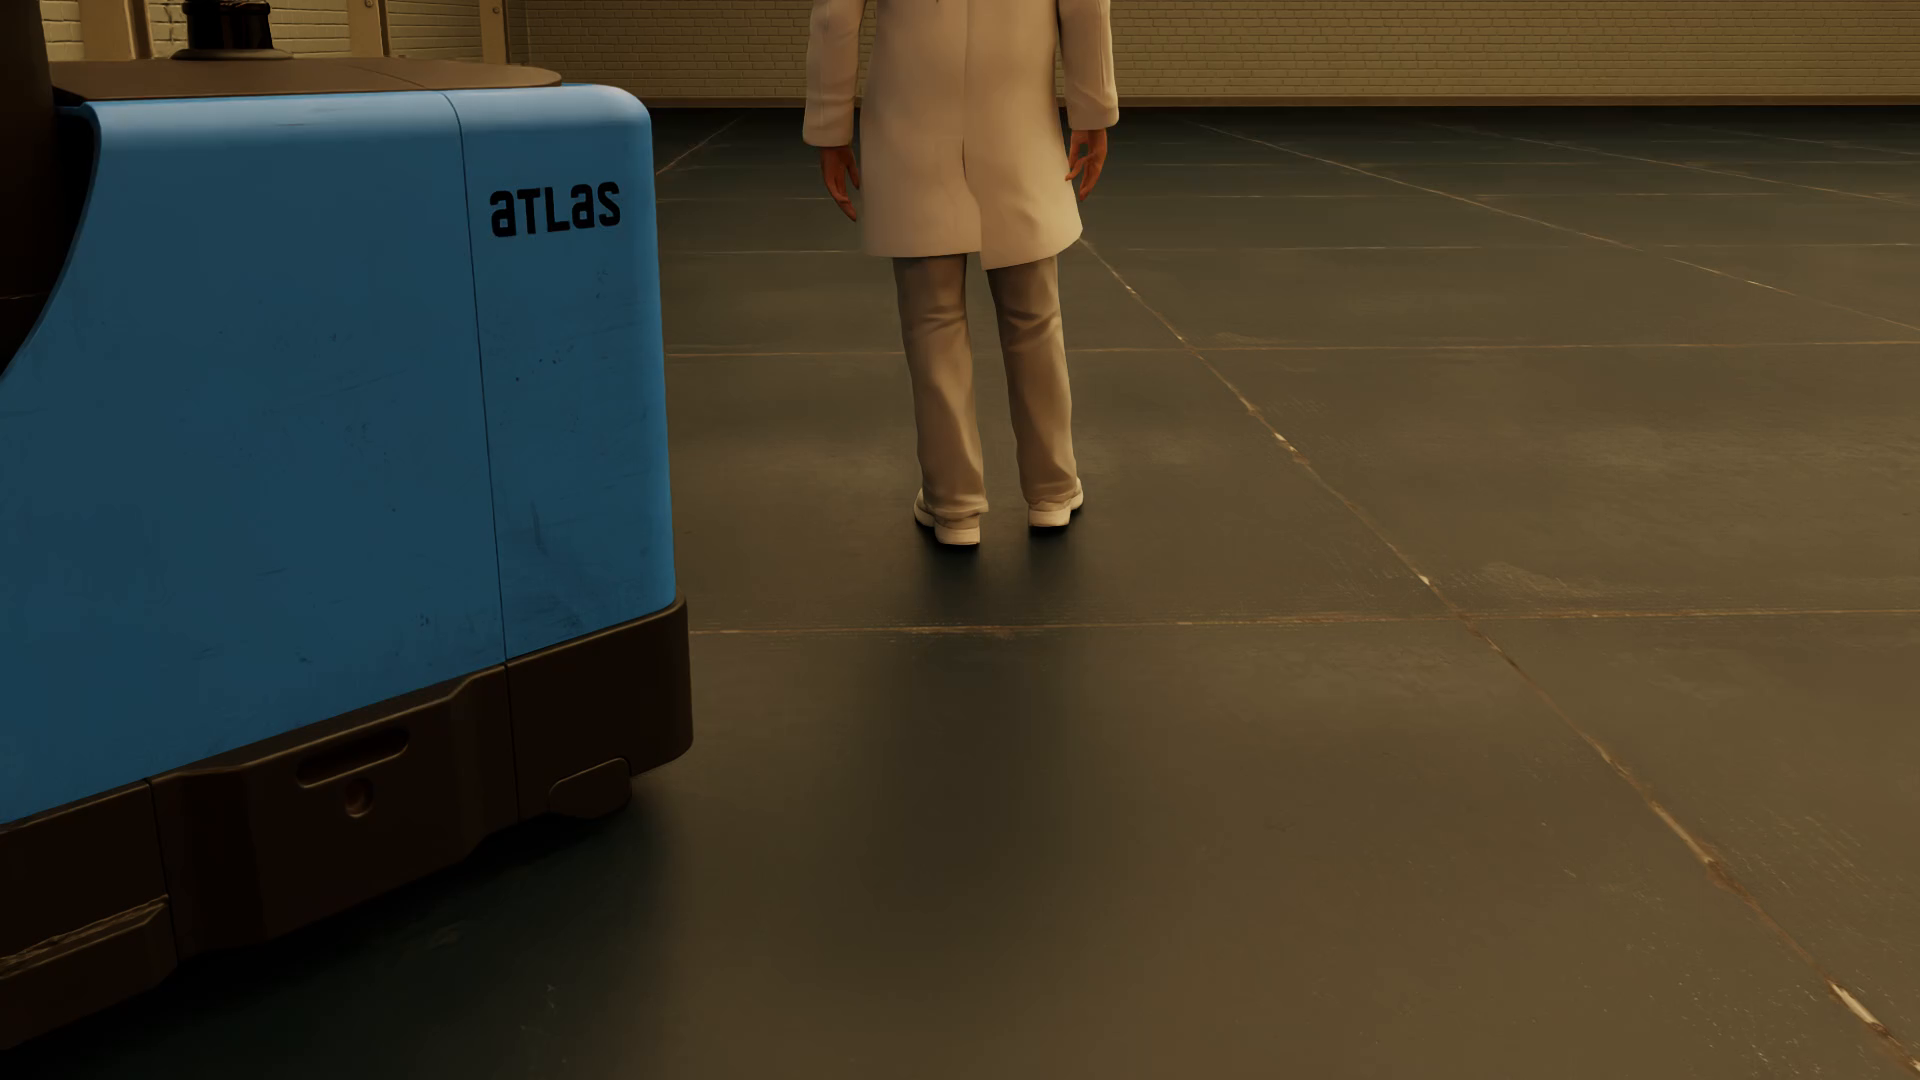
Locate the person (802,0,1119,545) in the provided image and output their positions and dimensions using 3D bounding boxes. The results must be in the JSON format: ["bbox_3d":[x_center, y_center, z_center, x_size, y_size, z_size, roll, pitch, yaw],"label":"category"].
[{"bbox_3d":[-0.001,-0.884,3.744,0.698,1.779,0.577,-1,17,-3],"label":"person"}]

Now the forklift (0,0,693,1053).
[{"bbox_3d":[-1.761,-0.778,1.451,1.130,2.935,3.031,14,22,38],"label":"forklift"}]
